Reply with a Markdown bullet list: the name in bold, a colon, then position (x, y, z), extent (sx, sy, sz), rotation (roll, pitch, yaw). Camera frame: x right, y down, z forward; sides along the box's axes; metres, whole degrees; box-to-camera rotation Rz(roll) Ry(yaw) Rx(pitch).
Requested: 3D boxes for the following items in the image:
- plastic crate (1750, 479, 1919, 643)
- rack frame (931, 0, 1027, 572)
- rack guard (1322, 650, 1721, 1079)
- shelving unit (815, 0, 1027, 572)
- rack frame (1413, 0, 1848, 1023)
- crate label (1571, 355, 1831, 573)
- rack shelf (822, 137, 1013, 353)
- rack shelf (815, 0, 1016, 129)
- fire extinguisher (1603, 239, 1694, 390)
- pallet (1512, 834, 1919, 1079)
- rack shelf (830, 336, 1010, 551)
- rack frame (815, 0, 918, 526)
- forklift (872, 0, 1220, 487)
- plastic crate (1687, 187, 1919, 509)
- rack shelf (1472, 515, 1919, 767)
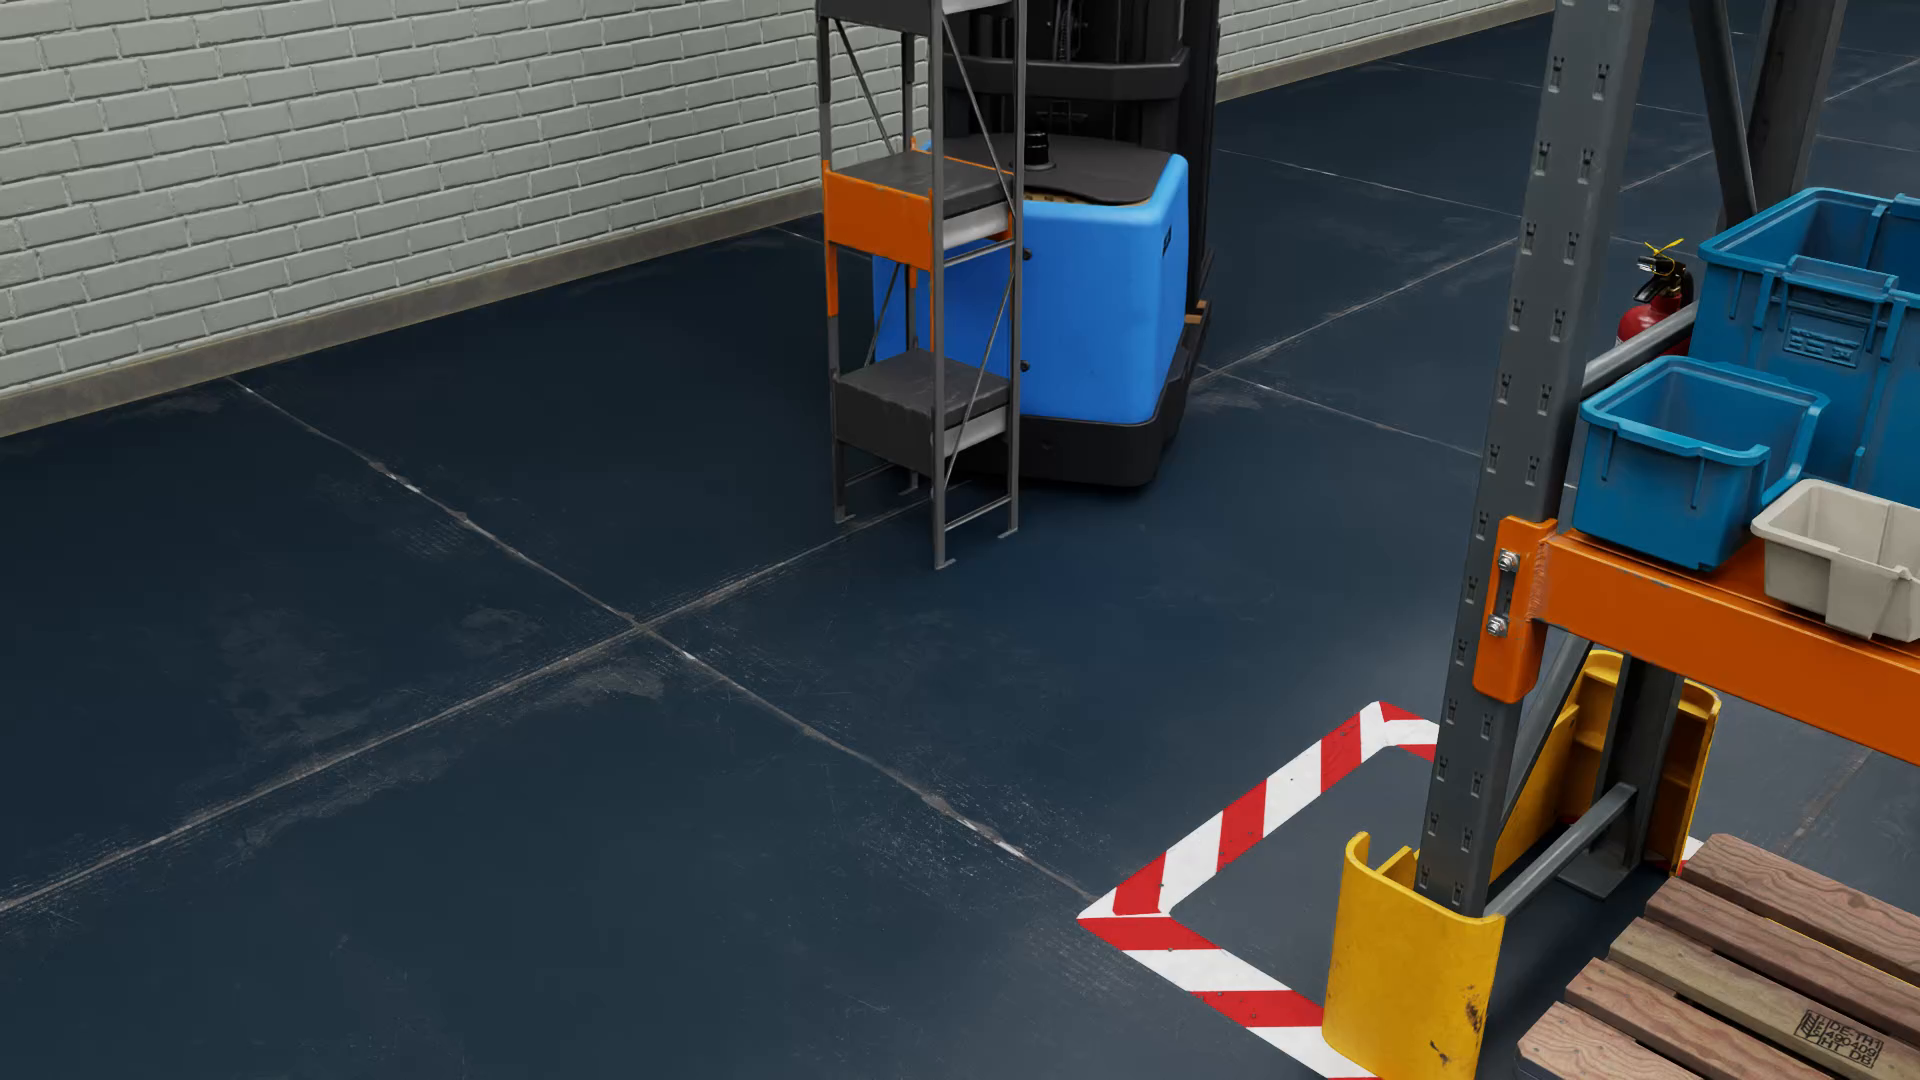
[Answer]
- **plastic crate**: position (1.447, 0.043, 2.665), extent (0.298, 0.136, 0.250), rotation (25, 36, 38)
- **rack frame**: position (0.058, -0.892, 5.191), extent (0.015, 2.100, 0.400), rotation (24, 36, 37)
- **rack guard**: position (1.305, 0.733, 3.818), extent (0.348, 0.500, 1.175), rotation (25, 36, 38)
- **shelving unit**: position (-0.119, -0.970, 5.339), extent (0.503, 2.100, 0.431), rotation (24, 36, 37)
- **rack frame**: position (1.331, -0.369, 3.230), extent (0.127, 3.000, 1.000), rotation (25, 36, 38)
- **crate label**: position (1.276, -0.132, 2.894), extent (0.303, 0.233, 0.416), rotation (25, 36, 38)
- **rack shelf**: position (-0.119, -0.958, 5.346), extent (0.480, 0.518, 0.431), rotation (24, 36, 37)
- **rack shelf**: position (-0.119, -1.578, 5.020), extent (0.480, 0.518, 0.431), rotation (24, 36, 37)
- **fire extinguisher**: position (1.542, -0.370, 3.715), extent (0.183, 0.674, 0.296), rotation (25, 36, 38)
- **pallet**: position (1.892, 1.147, 3.342), extent (1.213, 0.211, 1.003), rotation (25, 36, 38)
- **rack shelf**: position (-0.119, -0.339, 5.671), extent (0.480, 0.518, 0.431), rotation (24, 36, 37)
- **rack frame**: position (-0.297, -1.048, 5.487), extent (0.015, 2.100, 0.400), rotation (24, 36, 37)
- **forklift**: position (0.517, -2.155, 6.699), extent (1.130, 2.935, 3.031), rotation (6, 28, 12)
- **plastic crate**: position (1.701, -0.364, 3.118), extent (0.499, 0.435, 0.616), rotation (25, 36, 38)
- **rack shelf**: position (2.757, 0.602, 2.156), extent (4.000, 0.370, 1.077), rotation (25, 36, 38)
